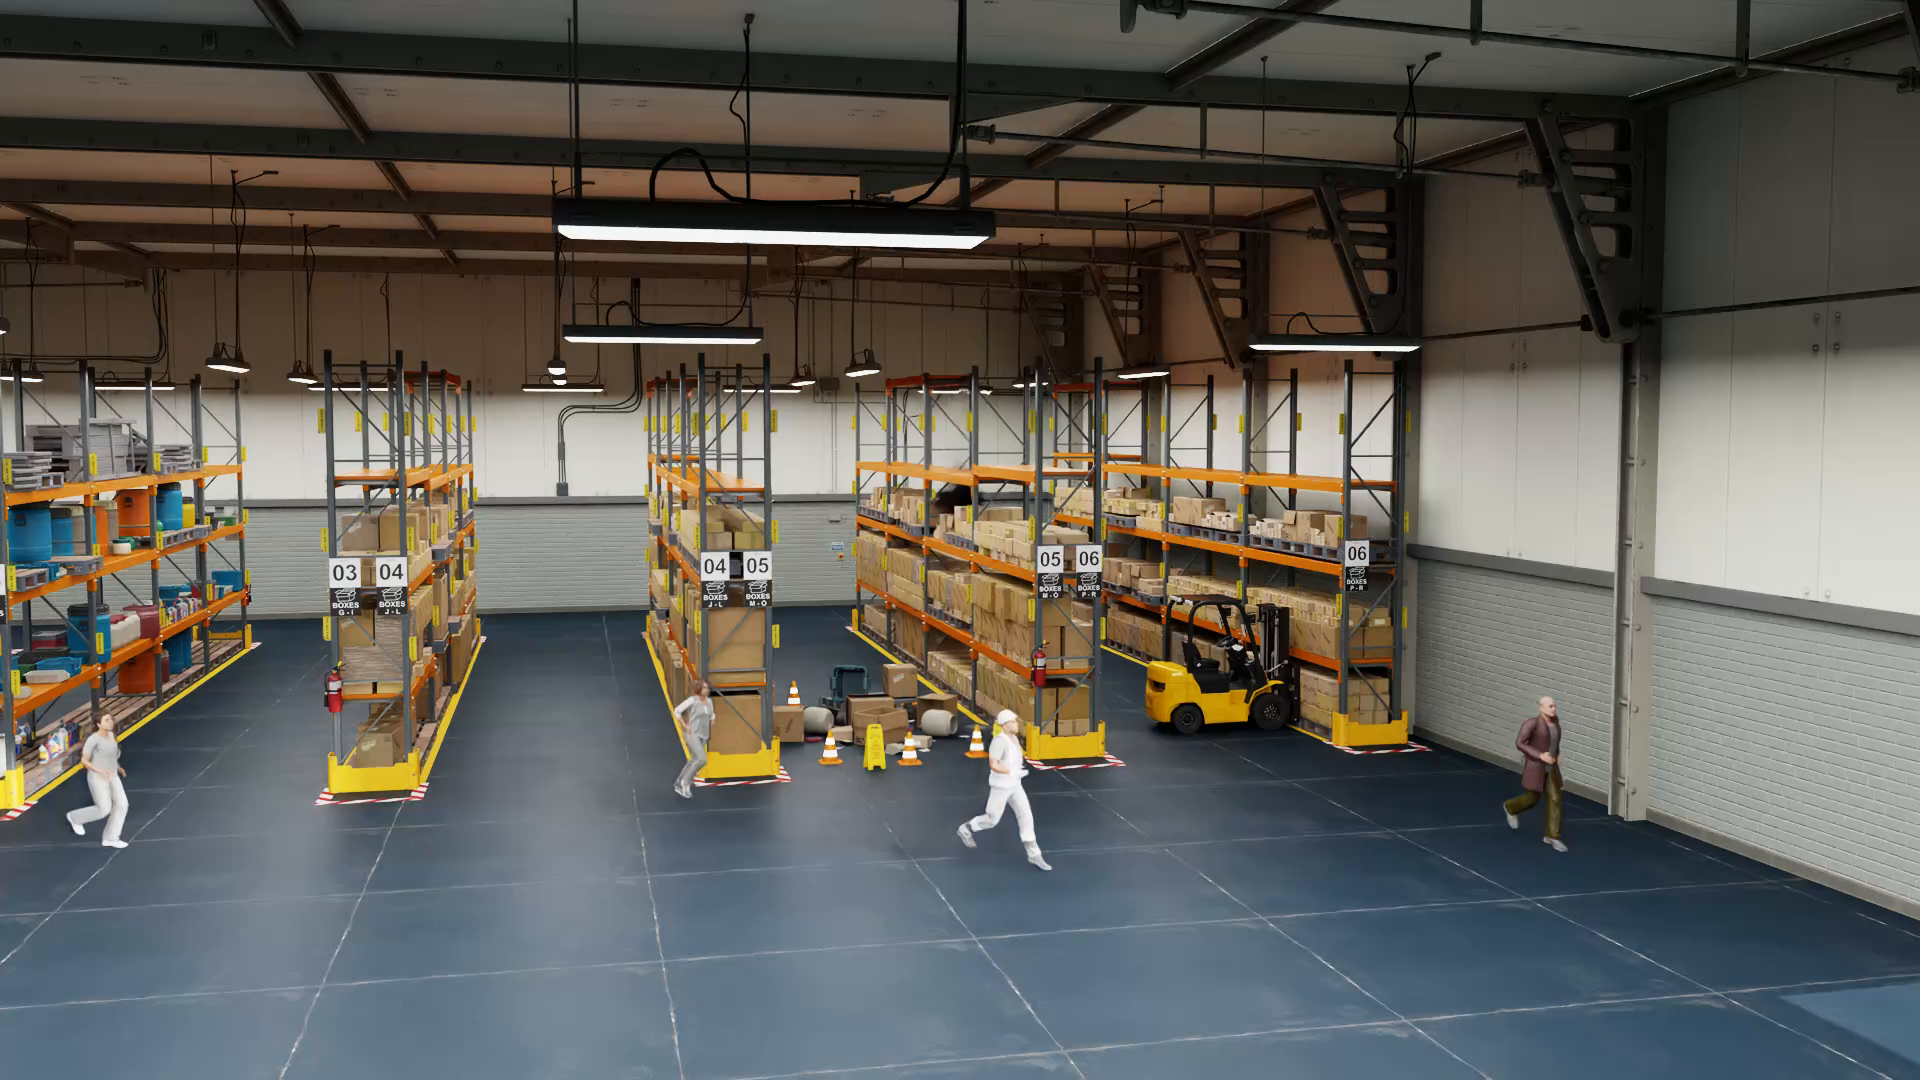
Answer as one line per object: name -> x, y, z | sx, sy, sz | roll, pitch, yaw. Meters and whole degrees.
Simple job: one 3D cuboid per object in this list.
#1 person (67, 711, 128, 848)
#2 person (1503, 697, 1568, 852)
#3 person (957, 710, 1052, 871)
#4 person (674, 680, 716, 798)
person -> -10.219, 2.827, 19.707 | 0.721, 1.630, 0.560 | 1, 4, 13
person -> 6.915, 2.739, 19.866 | 0.734, 1.774, 1.076 | -2, 4, -24
person -> 0.478, 2.807, 18.805 | 1.163, 1.791, 0.623 | 3, 5, 33
person -> -3.527, 2.665, 22.343 | 0.619, 1.552, 0.519 | 3, 5, 34
